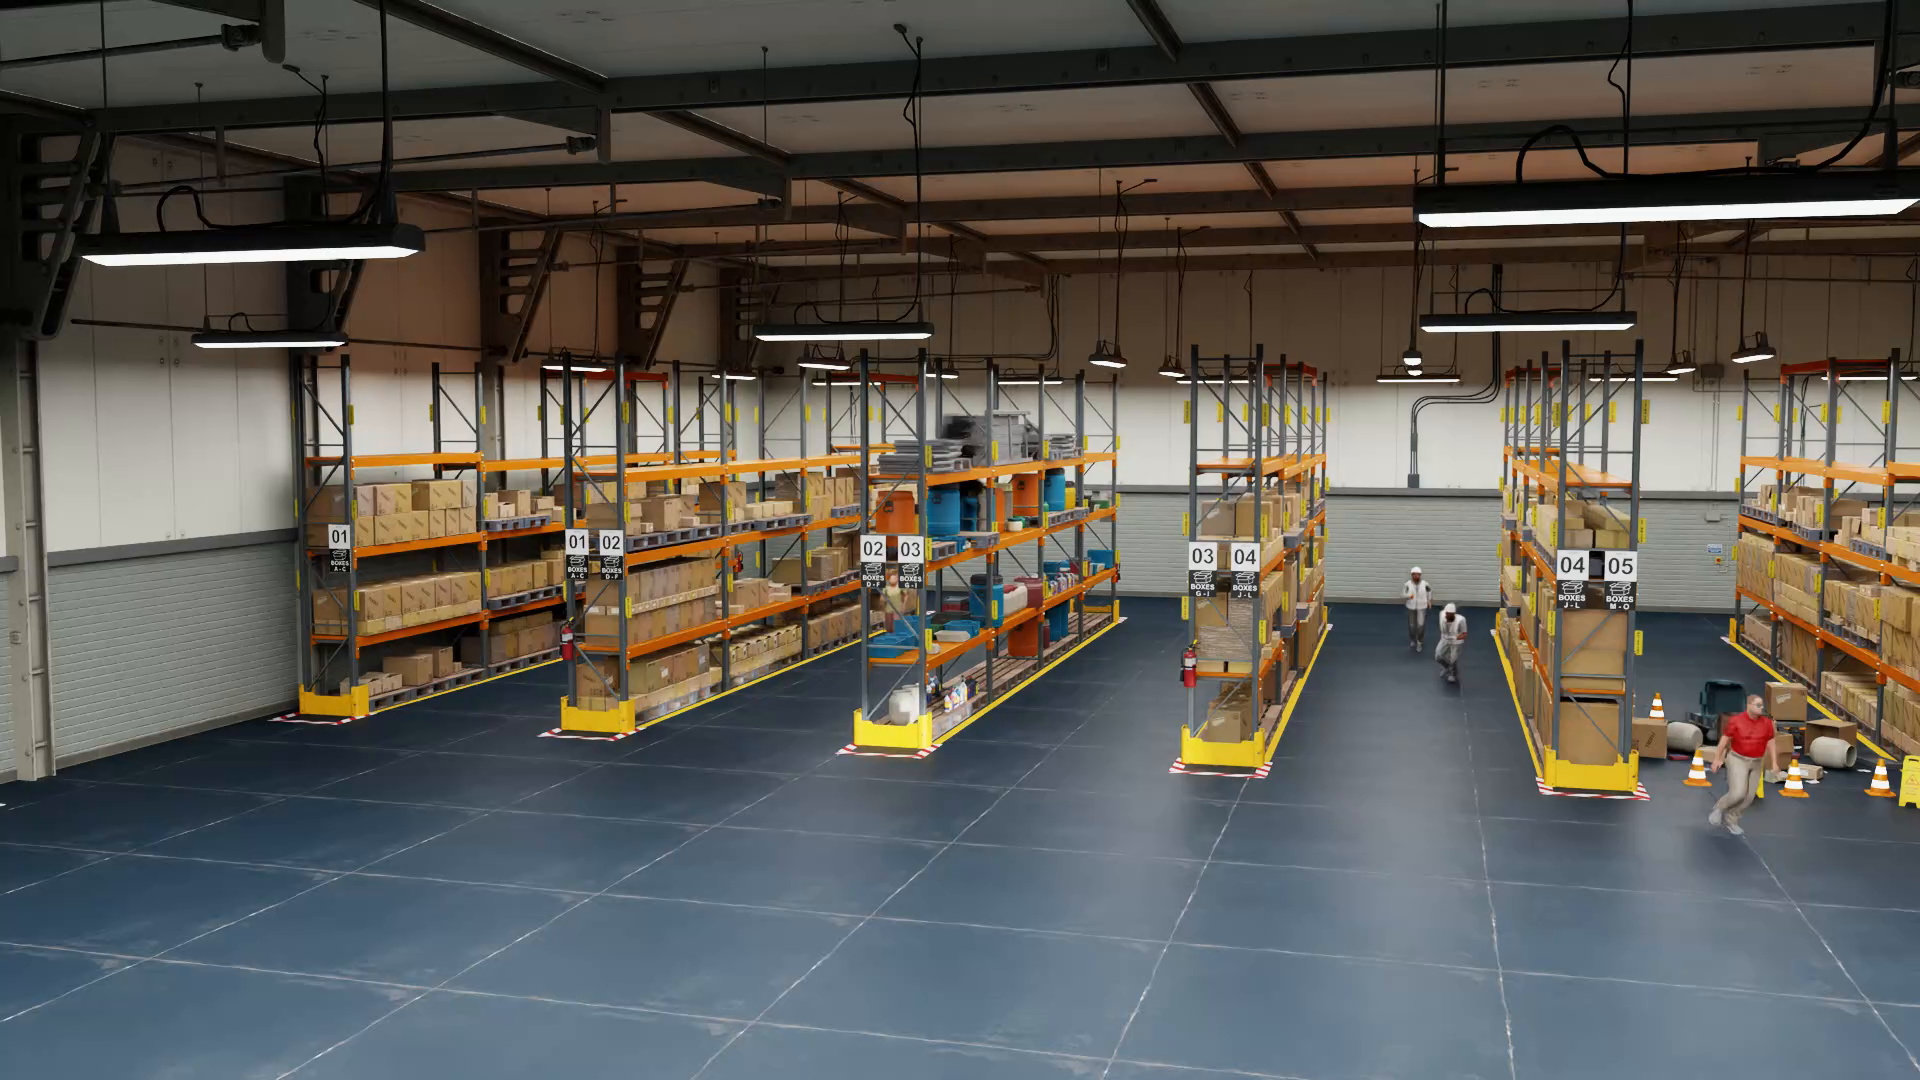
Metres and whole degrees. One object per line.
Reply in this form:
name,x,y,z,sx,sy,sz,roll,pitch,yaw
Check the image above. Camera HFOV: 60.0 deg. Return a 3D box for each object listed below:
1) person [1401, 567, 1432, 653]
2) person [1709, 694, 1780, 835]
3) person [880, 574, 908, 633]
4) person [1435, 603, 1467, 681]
person,9.689,1.477,35.293,0.633,1.825,0.831,1,4,17
person,9.357,2.675,19.833,0.665,1.708,0.586,-1,4,-8
person,-1.408,1.526,35.119,0.580,1.644,0.946,1,4,7
person,9.117,1.903,30.908,0.721,1.535,0.995,3,5,37
